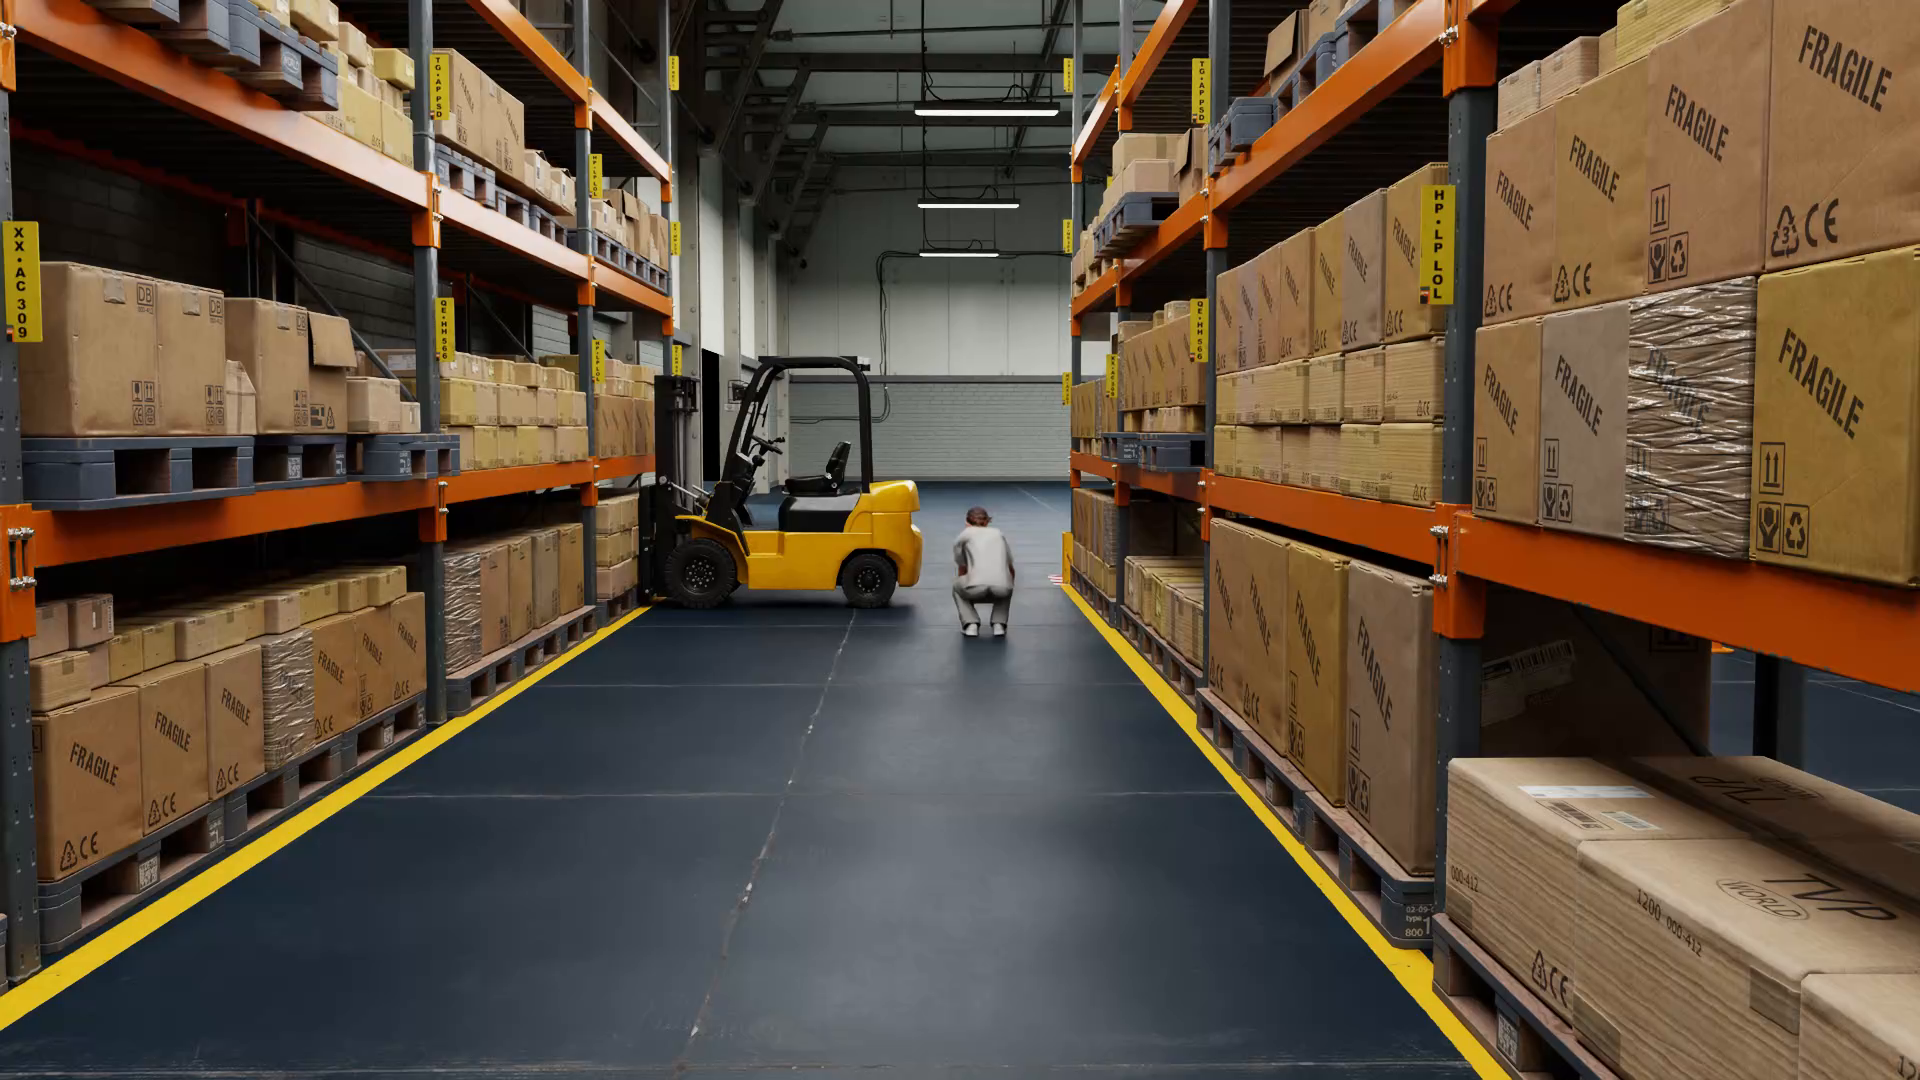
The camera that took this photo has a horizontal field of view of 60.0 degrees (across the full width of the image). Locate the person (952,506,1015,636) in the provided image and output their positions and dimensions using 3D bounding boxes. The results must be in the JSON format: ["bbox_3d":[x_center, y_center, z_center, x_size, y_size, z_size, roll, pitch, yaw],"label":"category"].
[{"bbox_3d":[0.185,0.231,12.520,0.482,0.950,0.782,0,4,-2],"label":"person"}]
